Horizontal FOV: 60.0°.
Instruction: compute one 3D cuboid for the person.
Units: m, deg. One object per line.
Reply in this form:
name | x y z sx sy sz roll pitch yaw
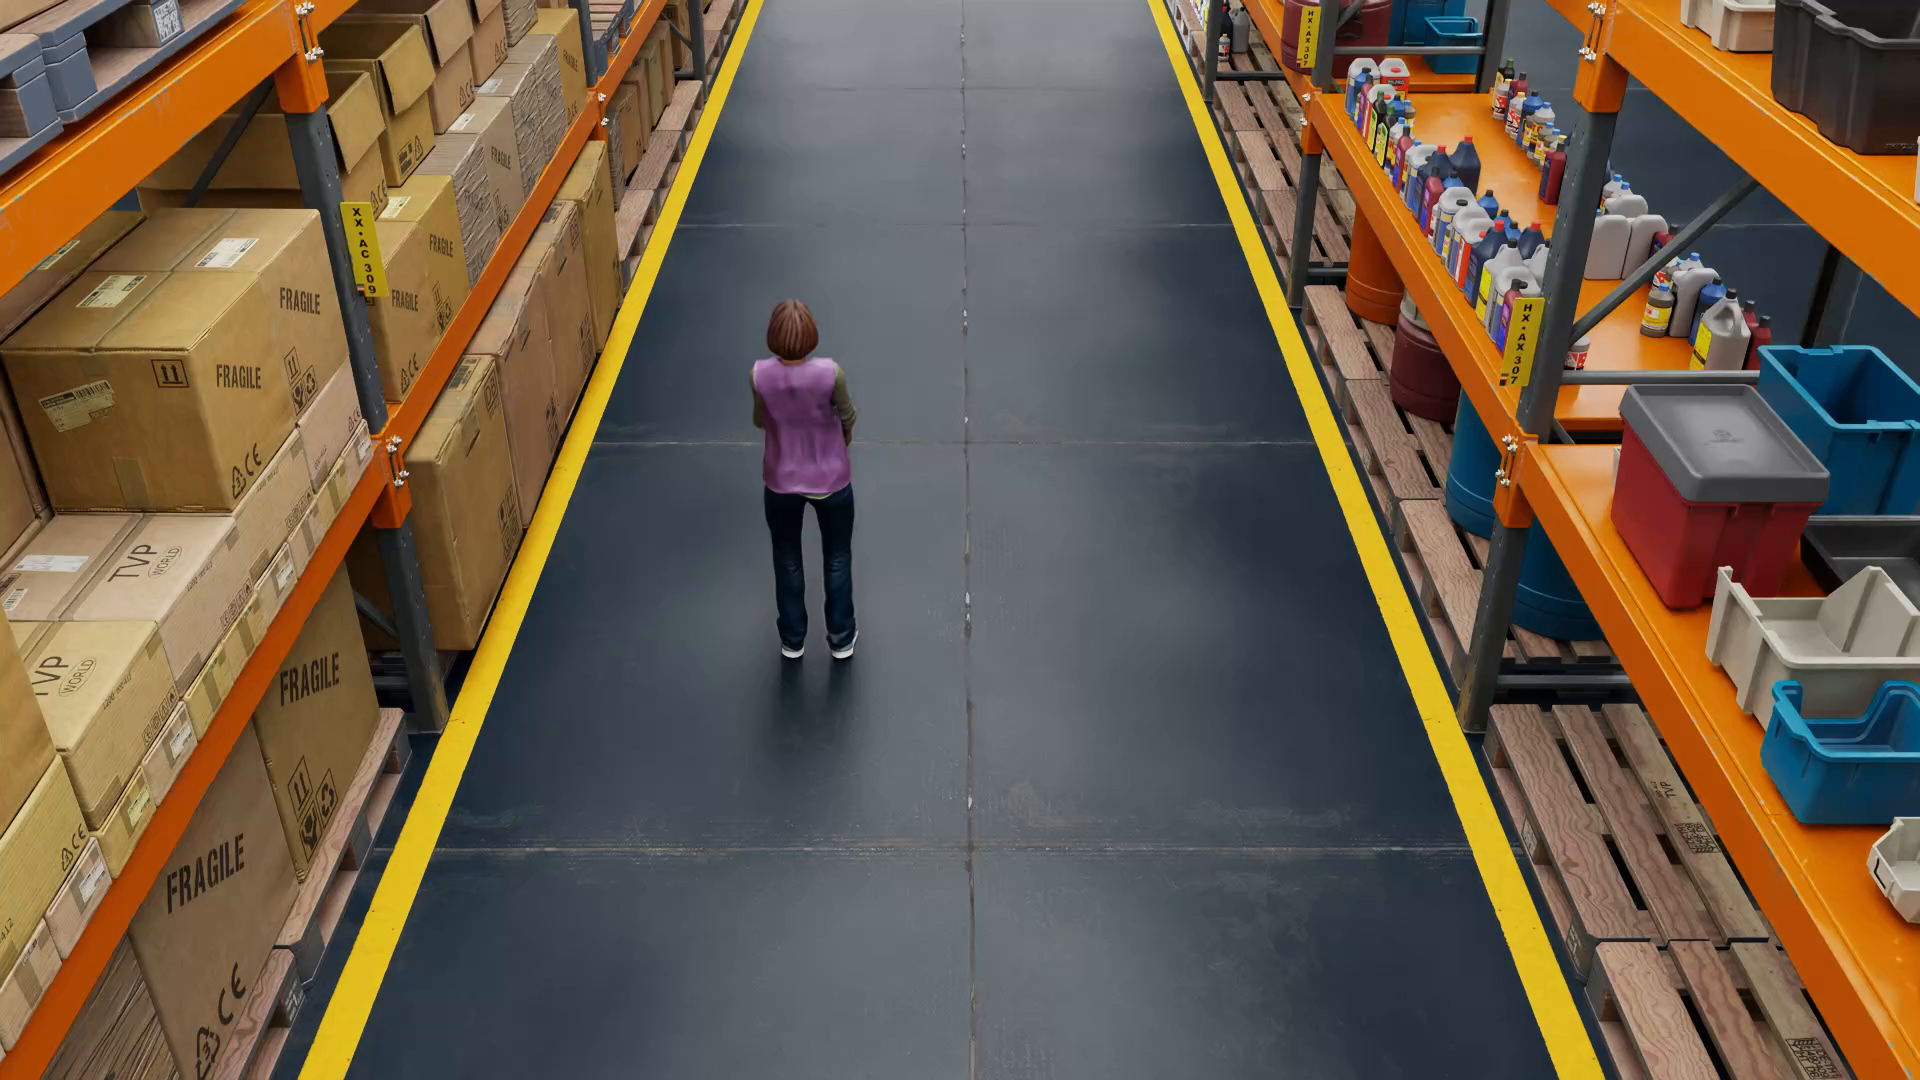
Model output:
person | -0.601 -0.271 6.584 0.406 1.588 0.497 0 32 0
